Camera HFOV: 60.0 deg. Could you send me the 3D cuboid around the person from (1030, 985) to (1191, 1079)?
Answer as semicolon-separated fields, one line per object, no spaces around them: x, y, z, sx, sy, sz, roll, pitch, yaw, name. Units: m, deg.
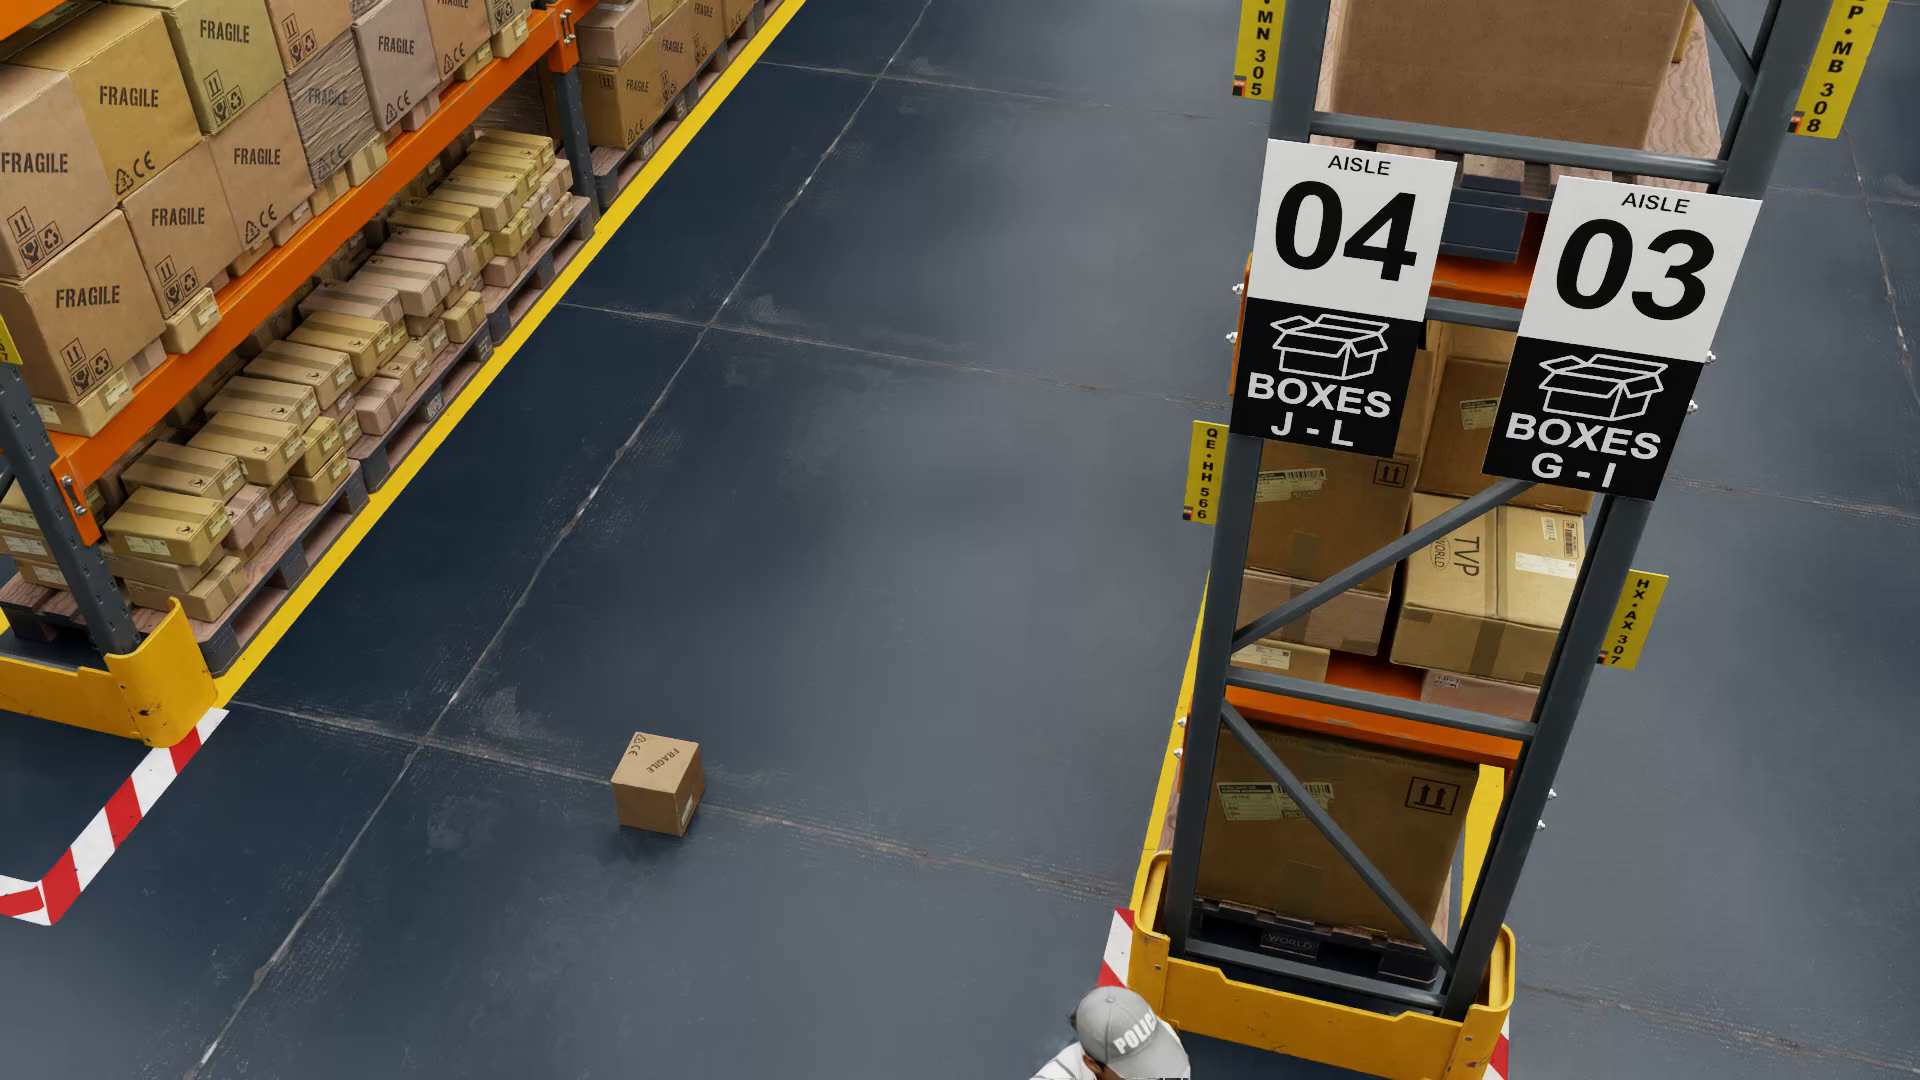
0.401;1.690;4.211;0.485;1.690;0.468;-26;47;-26;person
